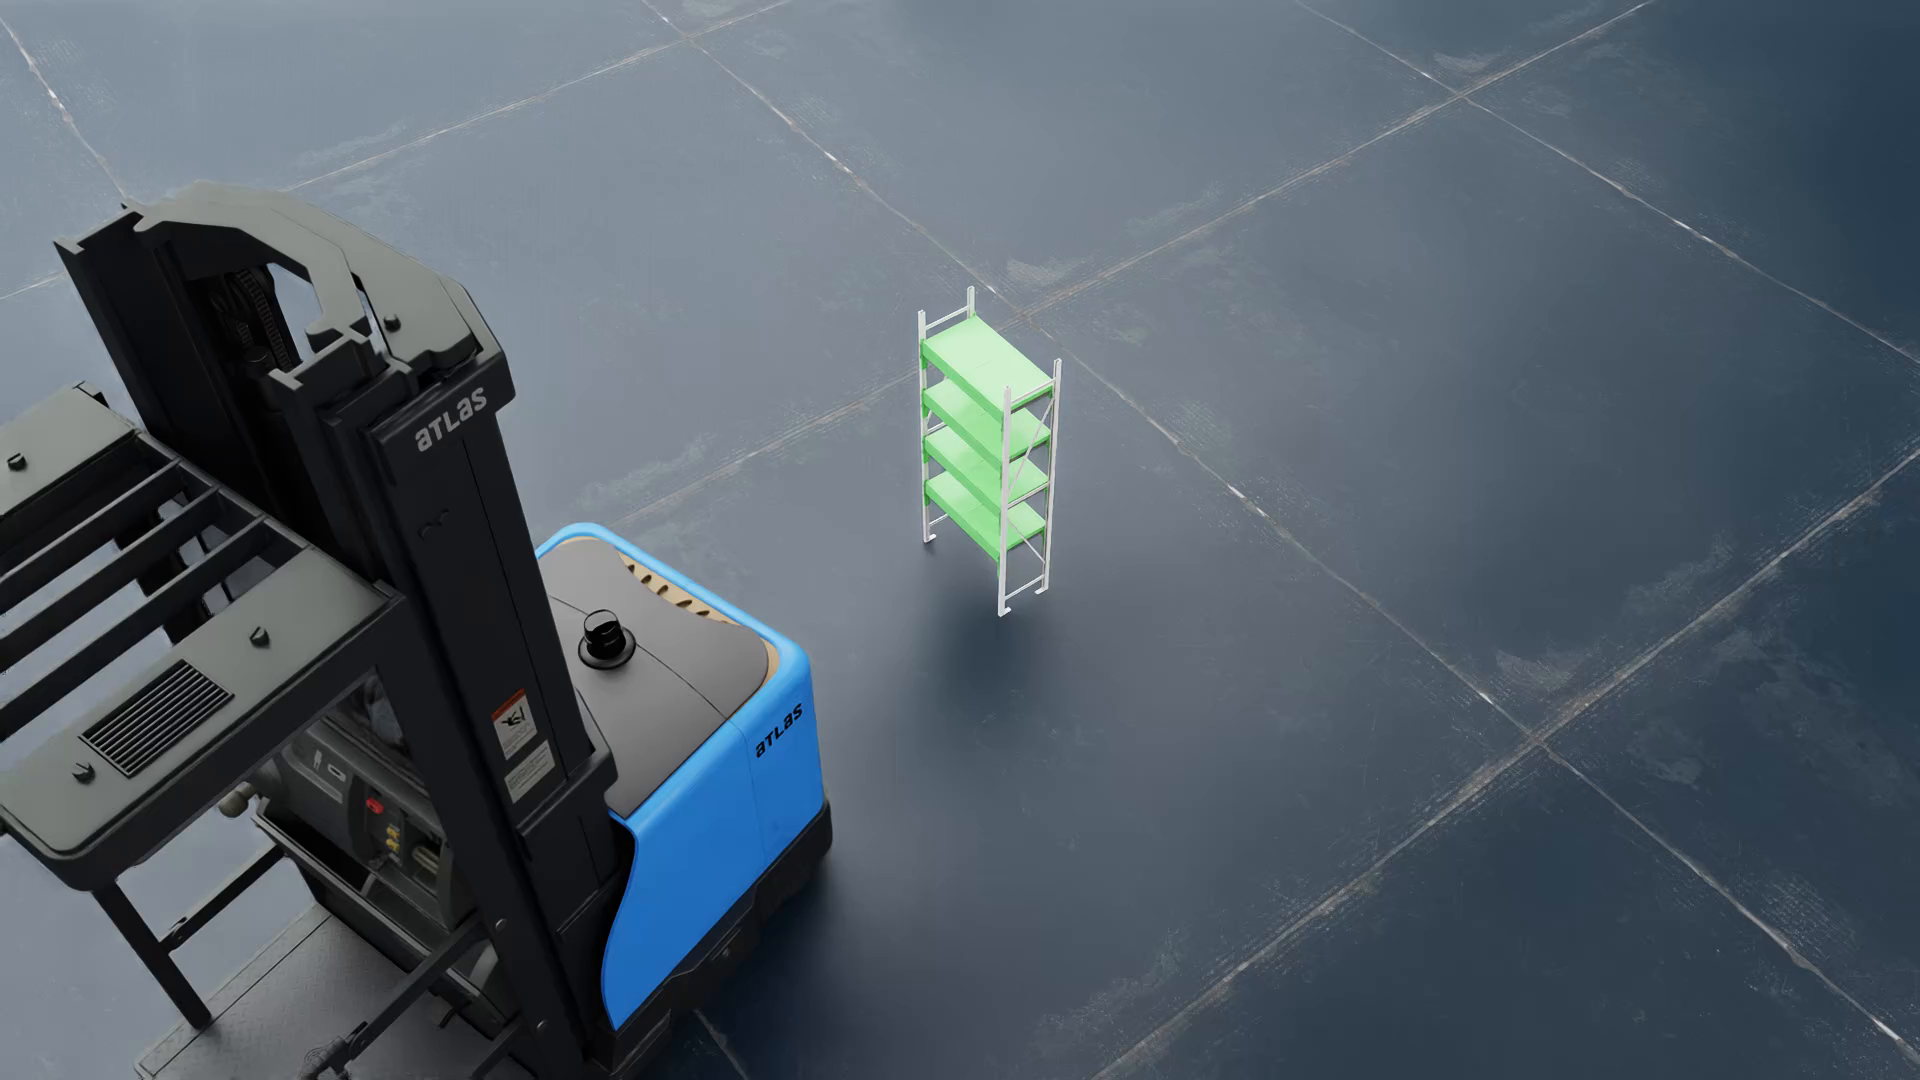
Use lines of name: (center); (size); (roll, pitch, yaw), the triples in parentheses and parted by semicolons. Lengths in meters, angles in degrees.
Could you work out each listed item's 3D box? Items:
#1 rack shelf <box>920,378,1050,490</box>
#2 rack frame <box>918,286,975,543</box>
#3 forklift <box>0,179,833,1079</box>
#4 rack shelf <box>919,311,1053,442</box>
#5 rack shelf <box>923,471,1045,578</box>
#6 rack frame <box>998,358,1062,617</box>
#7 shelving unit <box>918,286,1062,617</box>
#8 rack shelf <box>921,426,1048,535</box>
rack shelf: (0.100, -0.424, 6.085); (0.258, 0.148, 0.480); (-29, 54, -24)
rack frame: (-0.048, -0.449, 6.346); (0.240, 1.200, 0.015); (-29, 54, -24)
forklift: (-1.714, 0.746, 4.094); (1.130, 2.935, 3.031); (29, 54, 23)
rack shelf: (0.100, -0.585, 5.908); (0.258, 0.148, 0.480); (-29, 54, -24)
rack shelf: (0.100, -0.101, 6.441); (0.258, 0.148, 0.480); (-29, 54, -24)
rack frame: (0.248, -0.162, 6.085); (0.240, 1.200, 0.015); (-29, 54, -24)
shelving unit: (0.100, -0.305, 6.216); (0.258, 1.200, 0.503); (-29, 54, -24)
rack shelf: (0.100, -0.262, 6.263); (0.258, 0.148, 0.480); (-29, 54, -24)
